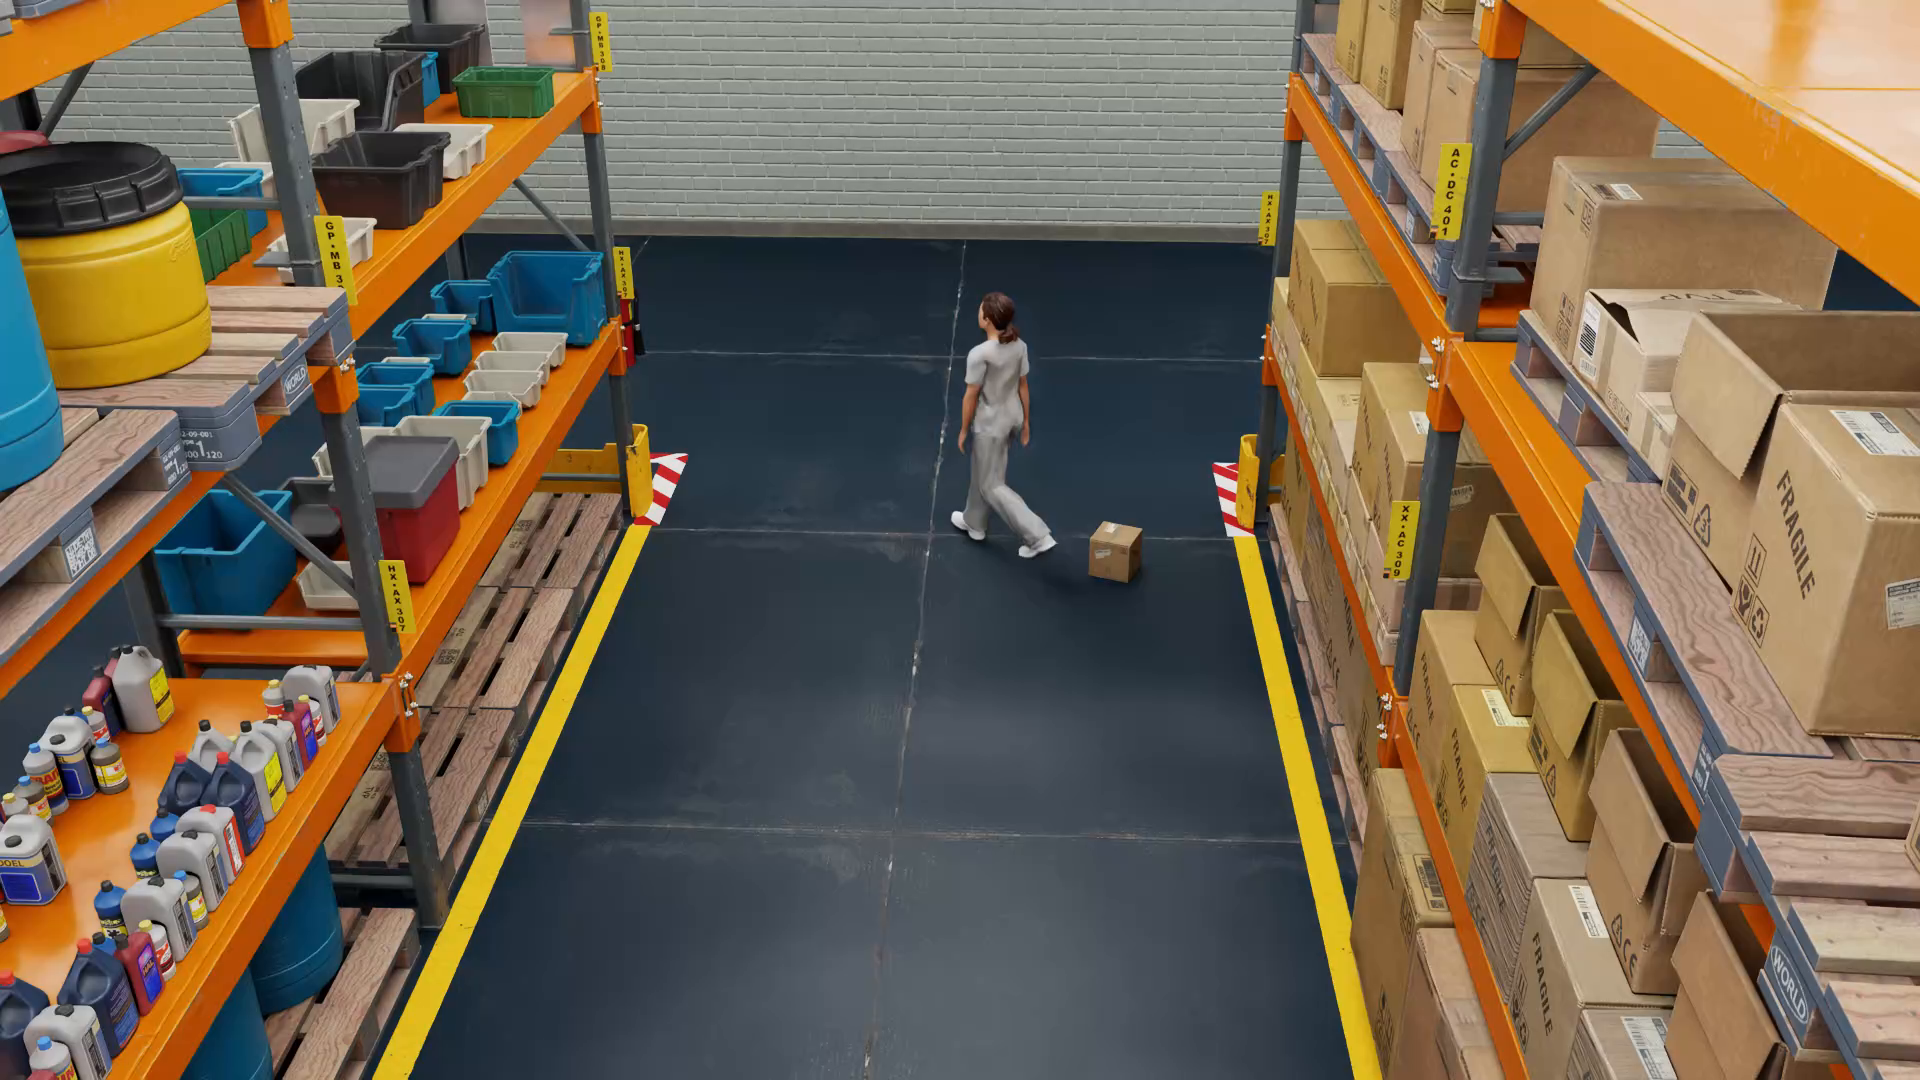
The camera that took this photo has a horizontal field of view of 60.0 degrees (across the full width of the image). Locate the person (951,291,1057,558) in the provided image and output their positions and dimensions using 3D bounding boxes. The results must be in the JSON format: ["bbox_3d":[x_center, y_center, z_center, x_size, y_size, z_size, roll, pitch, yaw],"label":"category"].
[{"bbox_3d":[0.244,-0.657,9.856,0.942,1.632,0.456,25,37,38],"label":"person"}]
